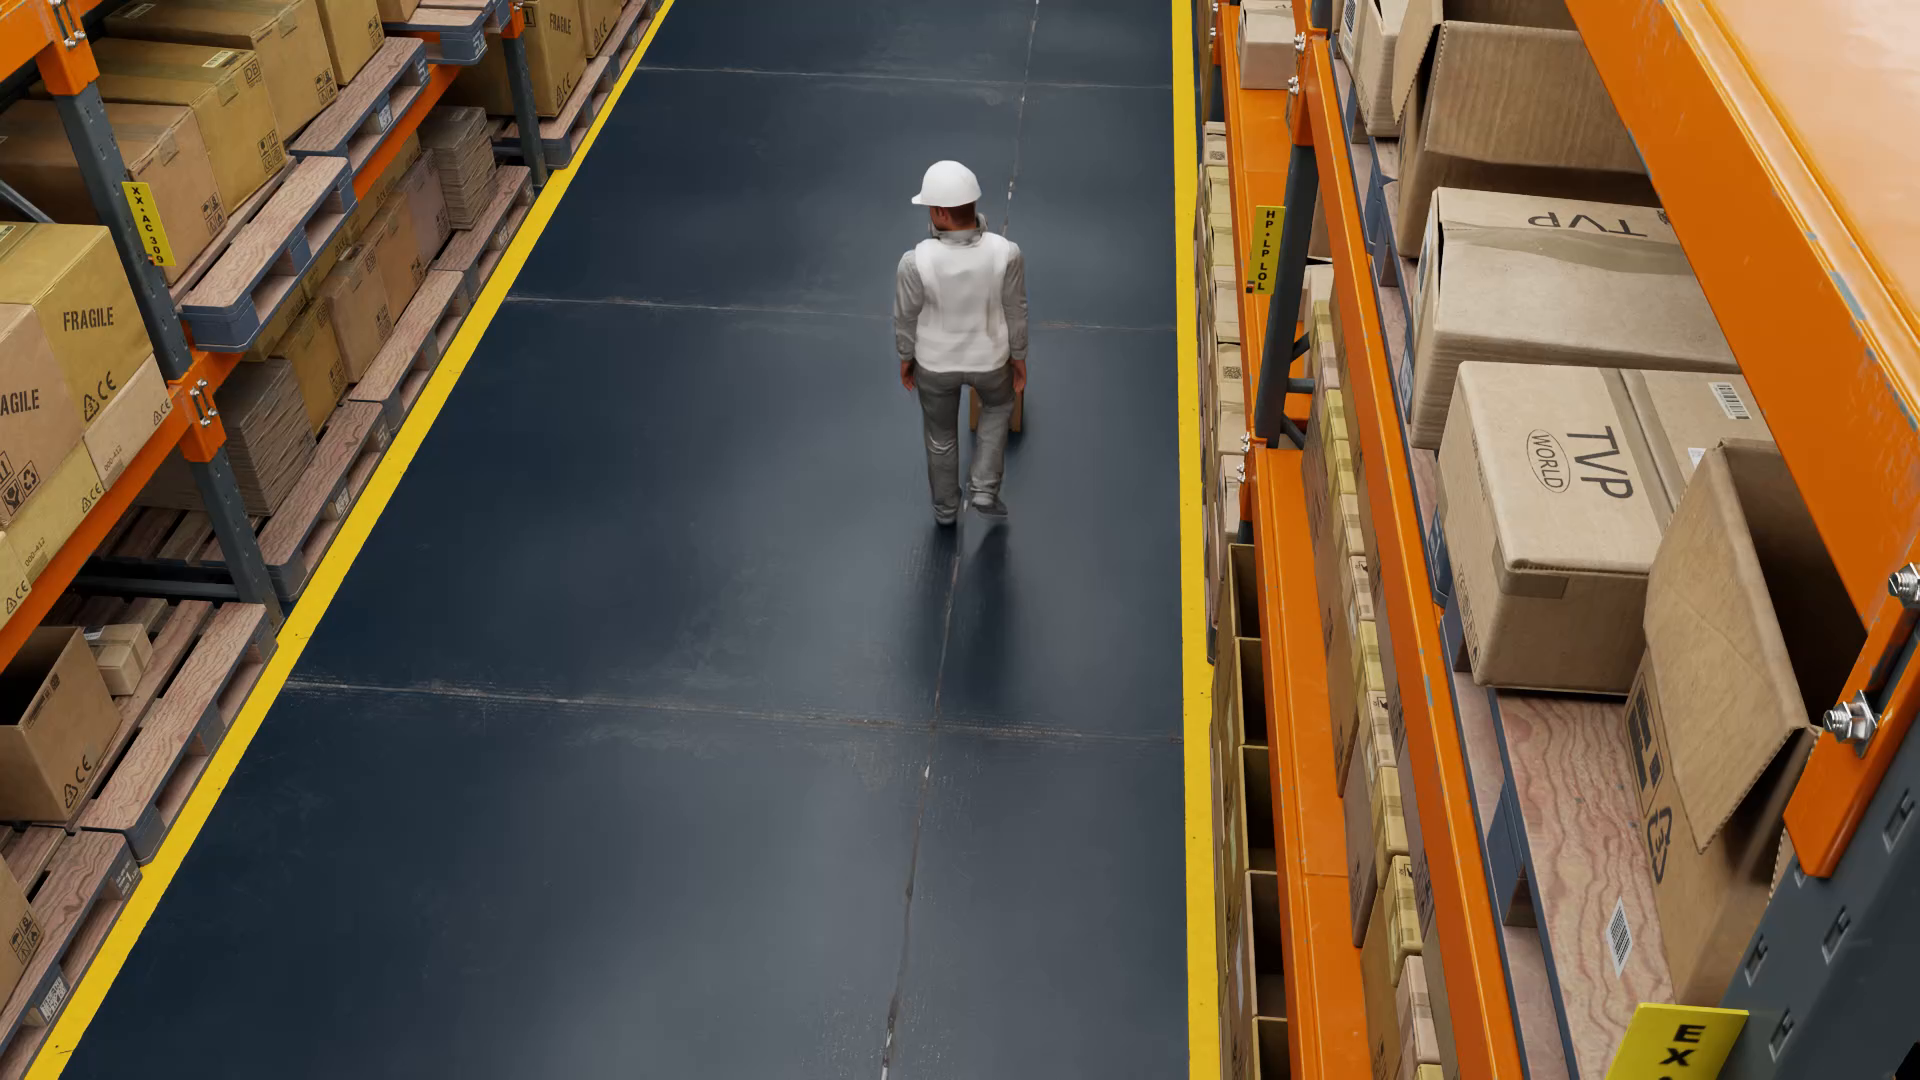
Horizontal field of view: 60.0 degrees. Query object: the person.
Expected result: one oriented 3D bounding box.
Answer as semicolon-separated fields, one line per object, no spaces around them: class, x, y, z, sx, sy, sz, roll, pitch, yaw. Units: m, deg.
person;-0.005;-0.809;7.075;0.561;1.766;0.440;-3;40;-4
